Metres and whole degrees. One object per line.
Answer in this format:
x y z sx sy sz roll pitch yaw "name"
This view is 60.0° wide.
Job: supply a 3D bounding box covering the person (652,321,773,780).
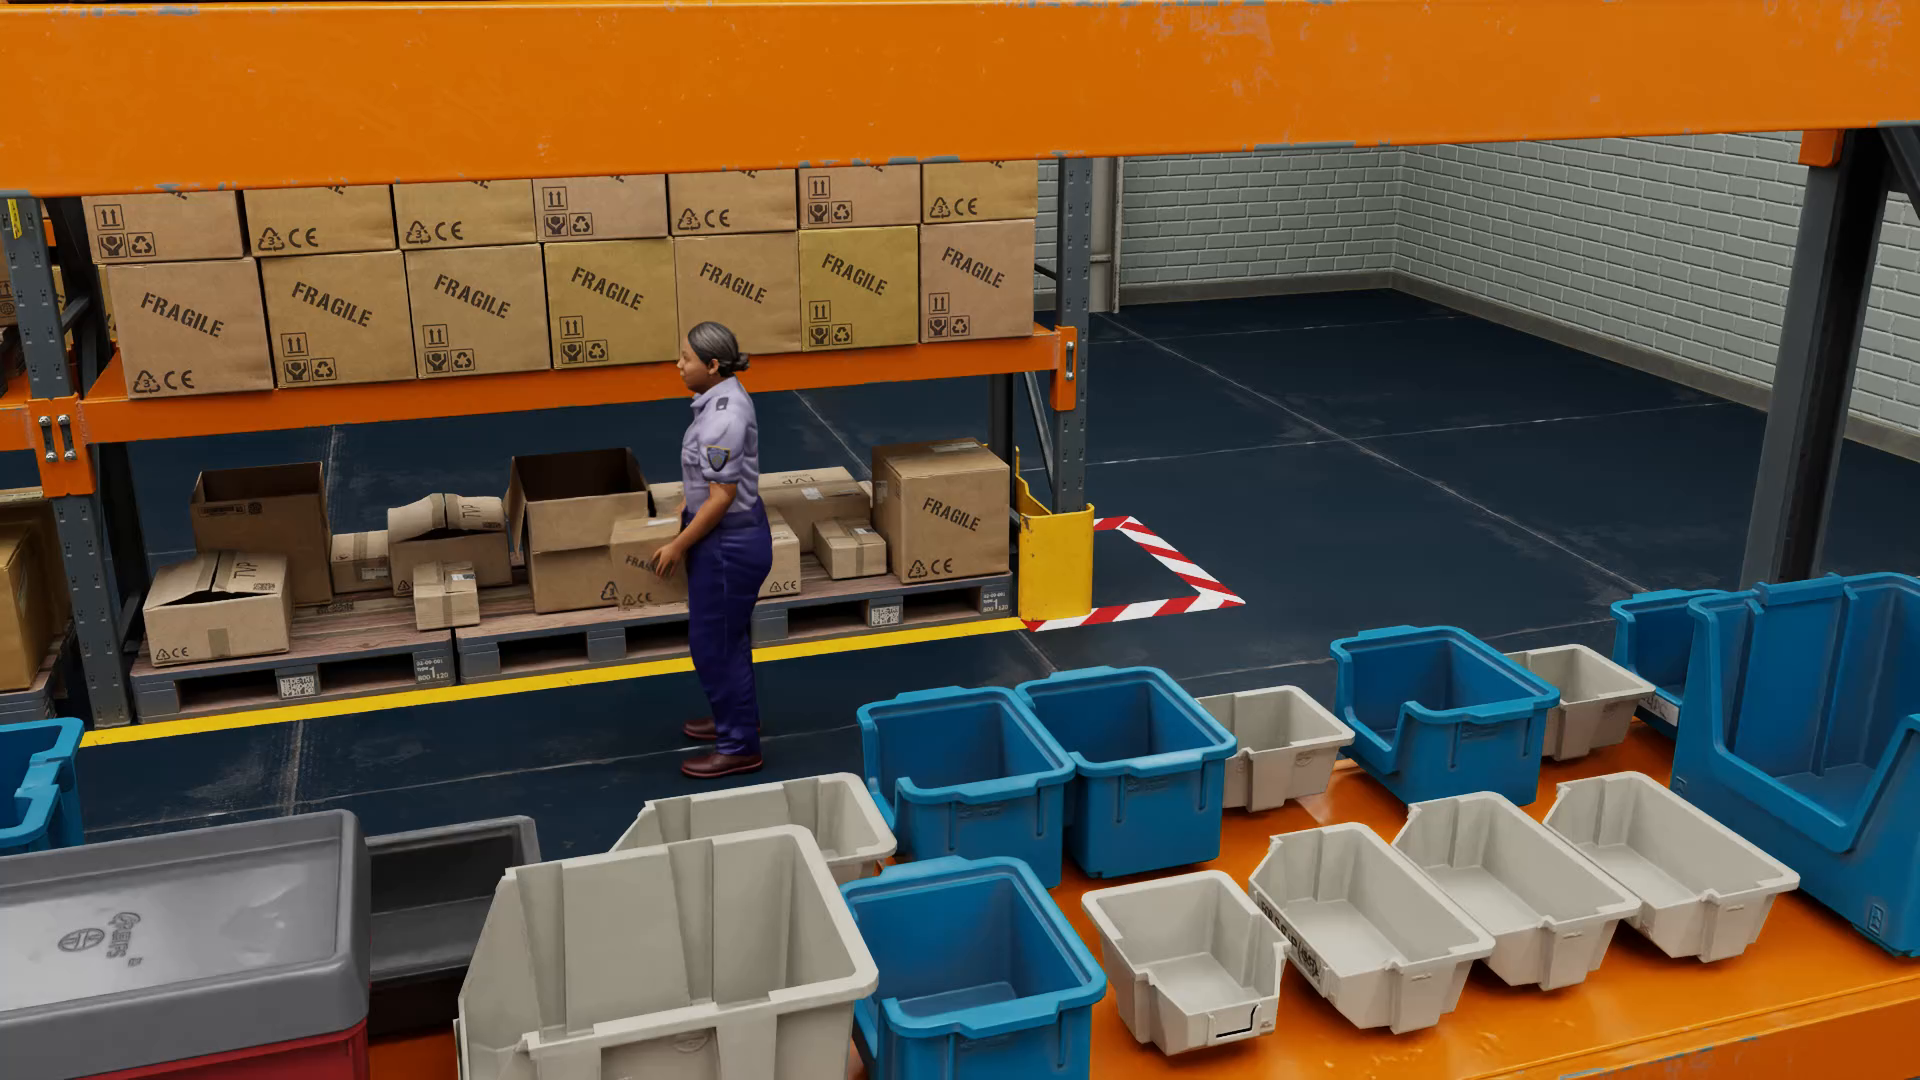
-0.906 0.028 5.993 0.389 1.656 0.506 -2 19 -6 "person"
